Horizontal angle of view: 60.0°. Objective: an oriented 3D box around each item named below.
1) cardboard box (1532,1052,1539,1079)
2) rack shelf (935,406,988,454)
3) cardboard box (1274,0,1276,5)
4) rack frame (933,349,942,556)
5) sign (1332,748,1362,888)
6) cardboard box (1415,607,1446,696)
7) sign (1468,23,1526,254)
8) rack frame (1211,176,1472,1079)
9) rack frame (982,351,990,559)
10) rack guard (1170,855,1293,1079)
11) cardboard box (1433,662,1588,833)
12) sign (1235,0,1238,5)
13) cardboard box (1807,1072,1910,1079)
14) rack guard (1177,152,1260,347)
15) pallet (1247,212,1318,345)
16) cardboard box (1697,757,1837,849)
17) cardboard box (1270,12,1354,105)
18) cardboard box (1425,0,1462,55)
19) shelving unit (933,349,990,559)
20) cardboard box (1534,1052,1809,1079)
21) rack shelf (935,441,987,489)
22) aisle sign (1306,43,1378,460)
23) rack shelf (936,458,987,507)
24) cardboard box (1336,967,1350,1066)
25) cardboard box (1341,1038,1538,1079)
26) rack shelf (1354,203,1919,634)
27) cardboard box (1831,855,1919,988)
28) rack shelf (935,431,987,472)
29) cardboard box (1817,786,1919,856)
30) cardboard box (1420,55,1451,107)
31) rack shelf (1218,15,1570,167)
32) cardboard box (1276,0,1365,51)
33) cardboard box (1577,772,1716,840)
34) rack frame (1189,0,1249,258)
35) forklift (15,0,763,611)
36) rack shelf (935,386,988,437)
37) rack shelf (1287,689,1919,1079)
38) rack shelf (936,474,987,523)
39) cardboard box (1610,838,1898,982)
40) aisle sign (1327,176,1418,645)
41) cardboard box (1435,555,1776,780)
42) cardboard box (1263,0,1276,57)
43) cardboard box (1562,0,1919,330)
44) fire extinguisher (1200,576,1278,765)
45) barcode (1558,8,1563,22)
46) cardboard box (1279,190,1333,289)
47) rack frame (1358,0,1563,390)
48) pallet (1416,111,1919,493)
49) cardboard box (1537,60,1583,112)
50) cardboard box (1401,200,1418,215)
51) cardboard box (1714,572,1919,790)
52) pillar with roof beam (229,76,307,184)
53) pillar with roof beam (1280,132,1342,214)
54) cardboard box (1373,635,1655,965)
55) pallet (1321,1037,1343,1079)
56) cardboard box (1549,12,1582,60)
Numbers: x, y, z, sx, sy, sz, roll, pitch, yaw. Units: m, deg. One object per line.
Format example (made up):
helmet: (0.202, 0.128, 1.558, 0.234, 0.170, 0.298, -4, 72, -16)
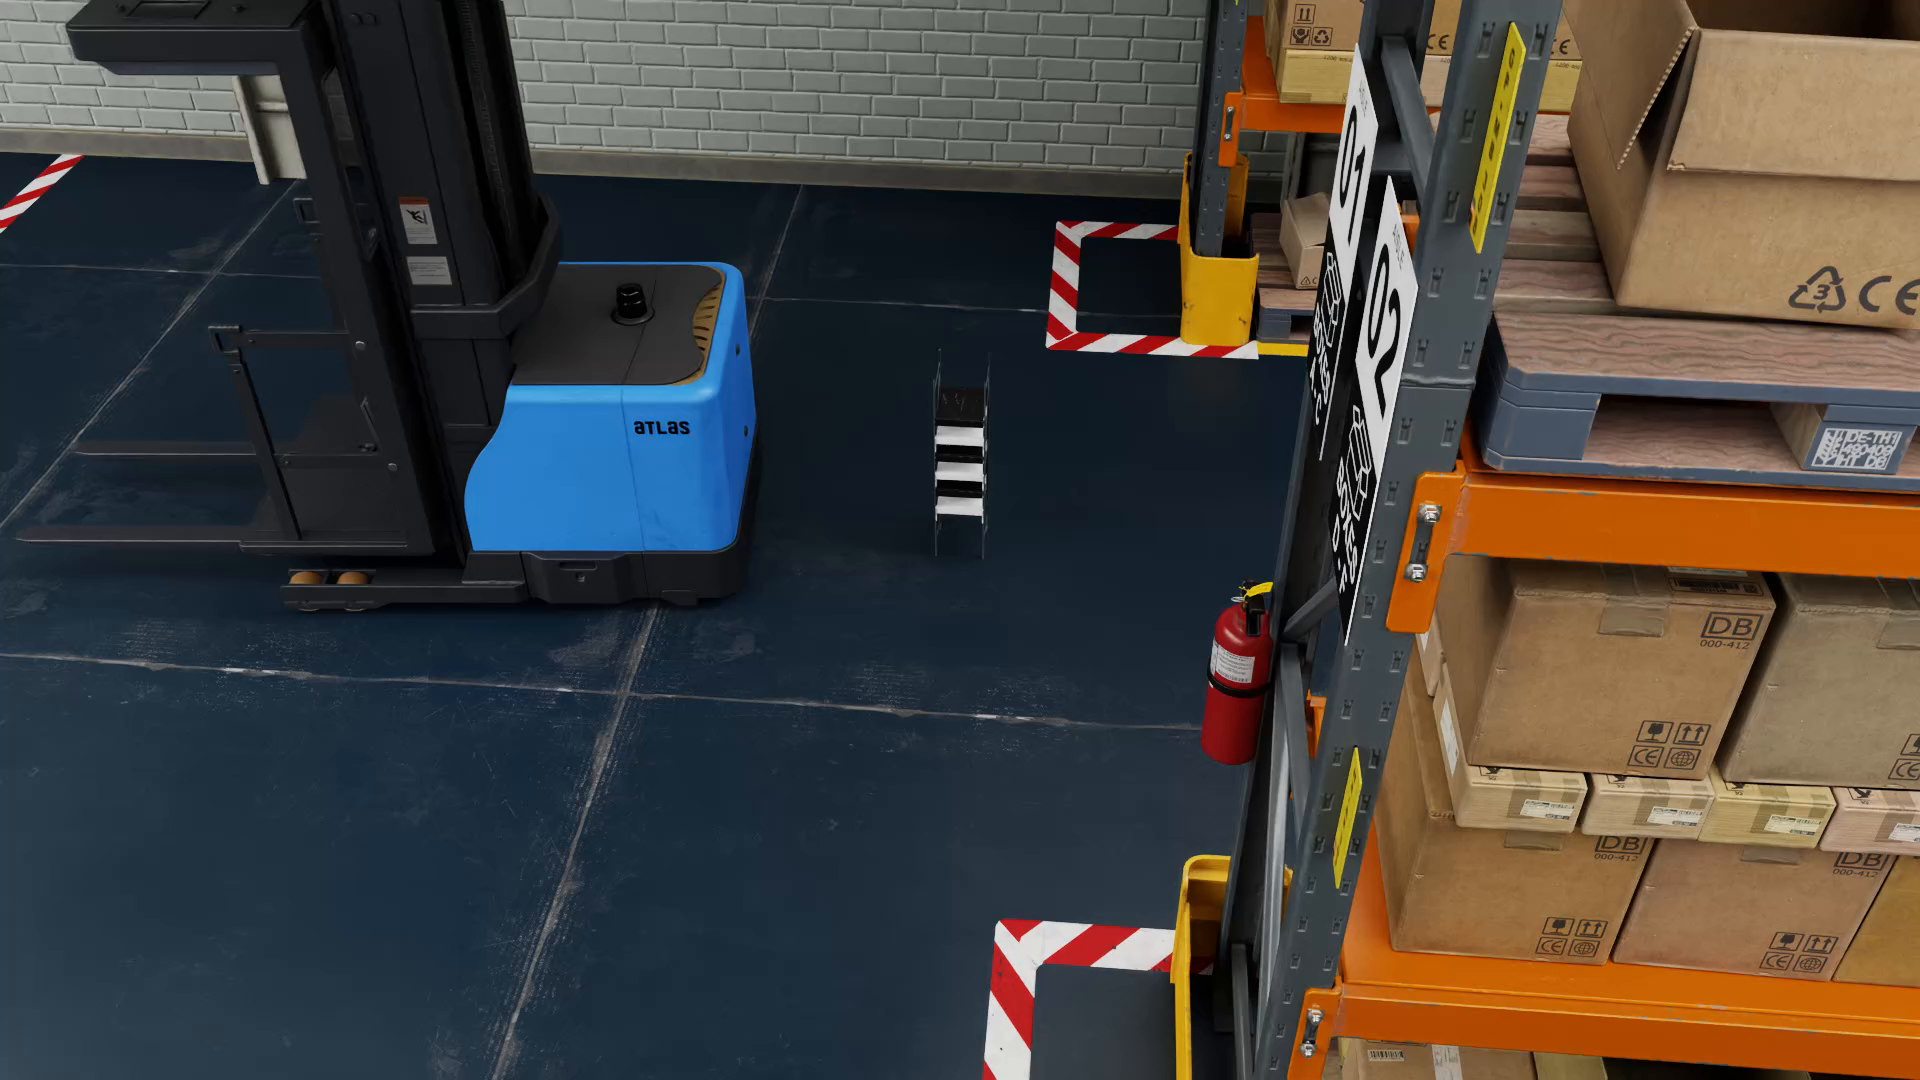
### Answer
cardboard box: (1.862, 1.689, 4.644, 0.500, 0.250, 0.500, 3, 39, 4)
rack shelf: (0.008, -0.462, 6.873, 0.200, 0.077, 0.258, 3, 39, 4)
cardboard box: (1.761, -2.872, 7.911, 0.500, 0.500, 0.500, 3, 39, 3)
rack frame: (-0.093, -0.354, 6.972, 0.006, 0.900, 0.240, 3, 39, 4)
sign: (0.795, 0.574, 3.420, 0.005, 0.325, 0.100, 3, 39, 4)
cardboard box: (1.246, 0.203, 4.032, 0.250, 0.149, 0.380, 3, 39, 3)
sign: (0.795, -0.592, 2.470, 0.005, 0.325, 0.100, 3, 39, 4)
rack frame: (0.849, 0.592, 4.147, 0.127, 3.000, 1.000, 3, 39, 4)
rack frame: (0.109, -0.343, 6.959, 0.006, 0.900, 0.240, 3, 39, 4)
rack guard: (0.825, 1.560, 4.937, 0.348, 0.500, 1.175, 3, 39, 4)
cardboard box: (1.221, 0.458, 3.718, 0.250, 0.149, 0.380, 3, 39, 4)
sign: (1.226, -2.518, 7.282, 0.005, 0.325, 0.100, 3, 39, 4)
cardboard box: (2.362, 1.419, 4.382, 0.500, 0.500, 0.500, 3, 39, 4)
rack guard: (1.348, -1.550, 8.758, 0.348, 0.500, 1.175, 3, 39, 4)
pallet: (2.155, -1.372, 8.768, 1.213, 0.211, 1.003, 3, 39, 4)
cardboard box: (1.733, 0.486, 3.684, 0.250, 0.149, 0.380, 3, 39, 4)
cardboard box: (1.731, -2.247, 7.738, 0.500, 0.250, 0.500, 2, 39, 3)
cardboard box: (2.214, -2.516, 7.474, 0.500, 0.500, 0.500, 3, 39, 4)
shelving unit: (0.008, -0.349, 6.965, 0.210, 0.900, 0.258, 3, 39, 4)
cardboard box: (1.862, 1.400, 4.406, 0.500, 0.500, 0.500, 3, 39, 4)
rack shelf: (0.008, -0.323, 6.986, 0.200, 0.077, 0.258, 3, 39, 4)
aisle sign: (0.809, -0.605, 3.557, 0.004, 0.787, 0.394, 3, 39, 4)
rack shelf: (0.008, -0.253, 7.043, 0.200, 0.077, 0.258, 3, 39, 4)
cardboard box: (1.409, 1.339, 5.075, 0.500, 0.250, 0.500, 3, 39, 4)
cardboard box: (1.364, 1.665, 4.674, 0.500, 0.250, 0.500, 3, 39, 4)
rack shelf: (2.841, -0.183, 3.293, 4.000, 0.370, 1.077, 3, 39, 4)
cardboard box: (2.331, 0.643, 4.005, 0.500, 0.500, 0.700, 3, 39, 4)
rack shelf: (0.008, -0.393, 6.930, 0.200, 0.077, 0.258, 3, 39, 4)
cardboard box: (1.984, 0.501, 3.666, 0.250, 0.149, 0.380, 3, 39, 3)
cardboard box: (2.250, -2.228, 7.714, 0.500, 0.250, 0.500, 2, 39, 2)
rack shelf: (3.265, -2.136, 8.068, 4.000, 0.370, 1.077, 3, 39, 4)
cardboard box: (1.722, -2.549, 7.515, 0.500, 0.500, 0.500, 3, 39, 4)
cardboard box: (1.485, 0.471, 3.702, 0.250, 0.149, 0.380, 2, 39, 3)
rack frame: (1.273, -2.524, 7.974, 0.127, 3.000, 1.000, 3, 39, 4)
forklift: (-2.413, -1.176, 6.373, 3.031, 2.935, 1.130, 0, 39, 0)
rack shelf: (0.008, -0.532, 6.816, 0.200, 0.077, 0.258, 3, 39, 4)
rack shelf: (2.841, 0.980, 4.240, 4.000, 0.370, 1.077, 3, 39, 4)
rack shelf: (0.008, -0.183, 7.100, 0.200, 0.077, 0.258, 3, 39, 4)
cardboard box: (1.836, 0.612, 4.043, 0.500, 0.500, 0.700, 4, 39, 5)
aisle sign: (0.757, -0.227, 3.094, 0.004, 0.787, 0.394, 3, 39, 4)
cardboard box: (1.366, 0.086, 3.661, 0.500, 0.500, 0.700, 3, 39, 4)
cardboard box: (1.755, -2.570, 8.134, 0.500, 0.250, 0.500, 4, 39, 4)
cardboard box: (1.421, -0.795, 2.949, 0.637, 0.503, 0.797, 6, 39, 7)
fire extinguisher: (0.771, 0.323, 4.538, 0.183, 0.674, 0.296, 3, 39, 4)
barcode: (1.191, -1.083, 3.369, 0.075, 0.075, 0.001, 3, 39, 4)
cardboard box: (1.954, -1.557, 8.569, 0.500, 0.311, 0.500, -1, 39, -1)
rack frame: (0.849, -1.735, 2.253, 0.127, 3.000, 1.000, 3, 39, 4)
pallet: (1.551, -0.482, 3.160, 1.213, 0.211, 1.003, 3, 39, 4)
cardboard box: (2.757, -2.196, 7.675, 0.500, 0.250, 0.500, 3, 39, 3)
cardboard box: (2.522, -1.526, 8.530, 0.500, 0.311, 0.500, 6, 40, 8)
cardboard box: (1.890, 0.112, 3.630, 0.500, 0.500, 0.700, 2, 39, 3)
pillar with roof beam: (-4.304, -2.976, 3.777, 0.400, 9.000, 9.100, 3, 39, 4)
pillar with roof beam: (1.673, -2.649, 3.376, 0.400, 9.000, 9.100, 3, 39, 4)
cardboard box: (1.313, 0.587, 4.074, 0.500, 0.500, 0.700, 3, 39, 4)
pallet: (1.614, 1.689, 5.008, 1.213, 0.211, 1.003, 3, 39, 4)
cardboard box: (2.728, -2.484, 7.434, 0.500, 0.500, 0.500, 2, 39, 2)
